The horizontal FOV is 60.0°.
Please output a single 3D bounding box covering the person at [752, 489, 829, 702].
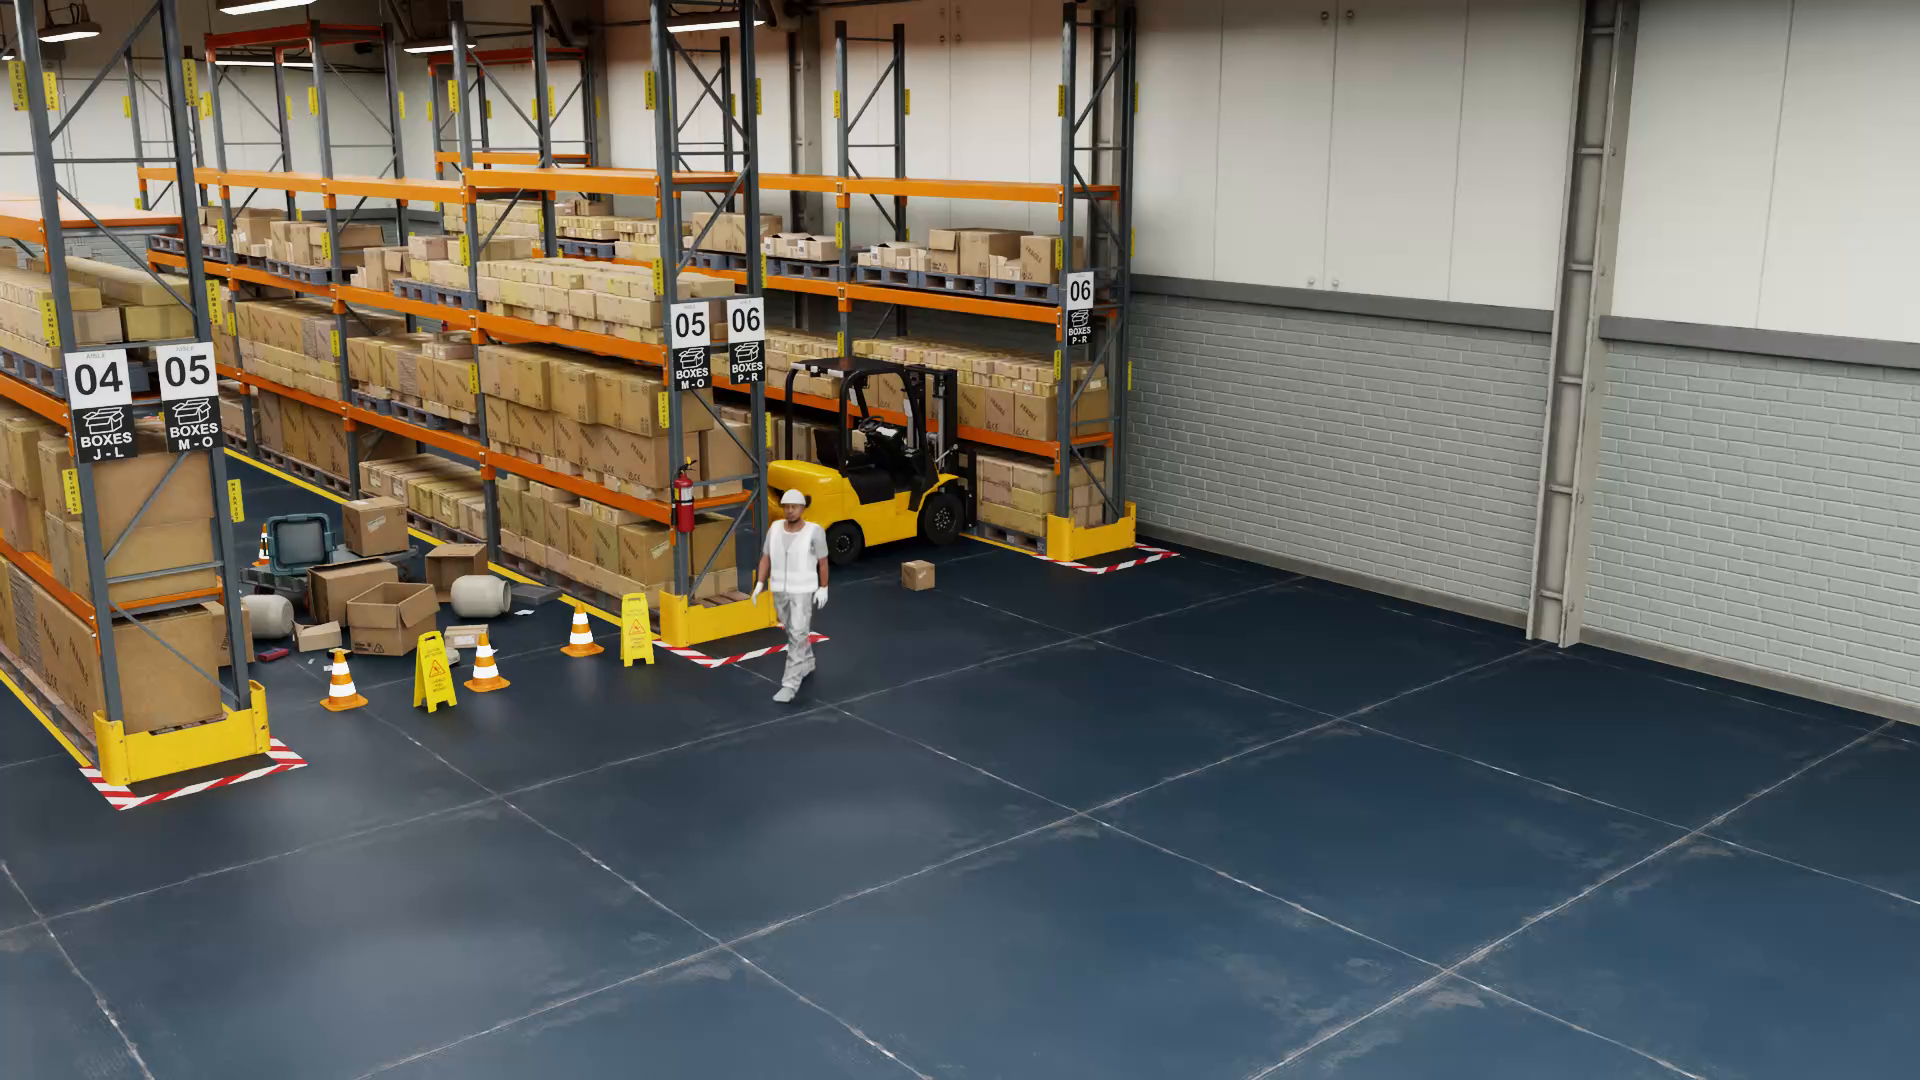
[{"bbox_3d":[-1.468,0.438,14.153,0.557,1.729,1.017,6,15,22],"label":"person"}]
